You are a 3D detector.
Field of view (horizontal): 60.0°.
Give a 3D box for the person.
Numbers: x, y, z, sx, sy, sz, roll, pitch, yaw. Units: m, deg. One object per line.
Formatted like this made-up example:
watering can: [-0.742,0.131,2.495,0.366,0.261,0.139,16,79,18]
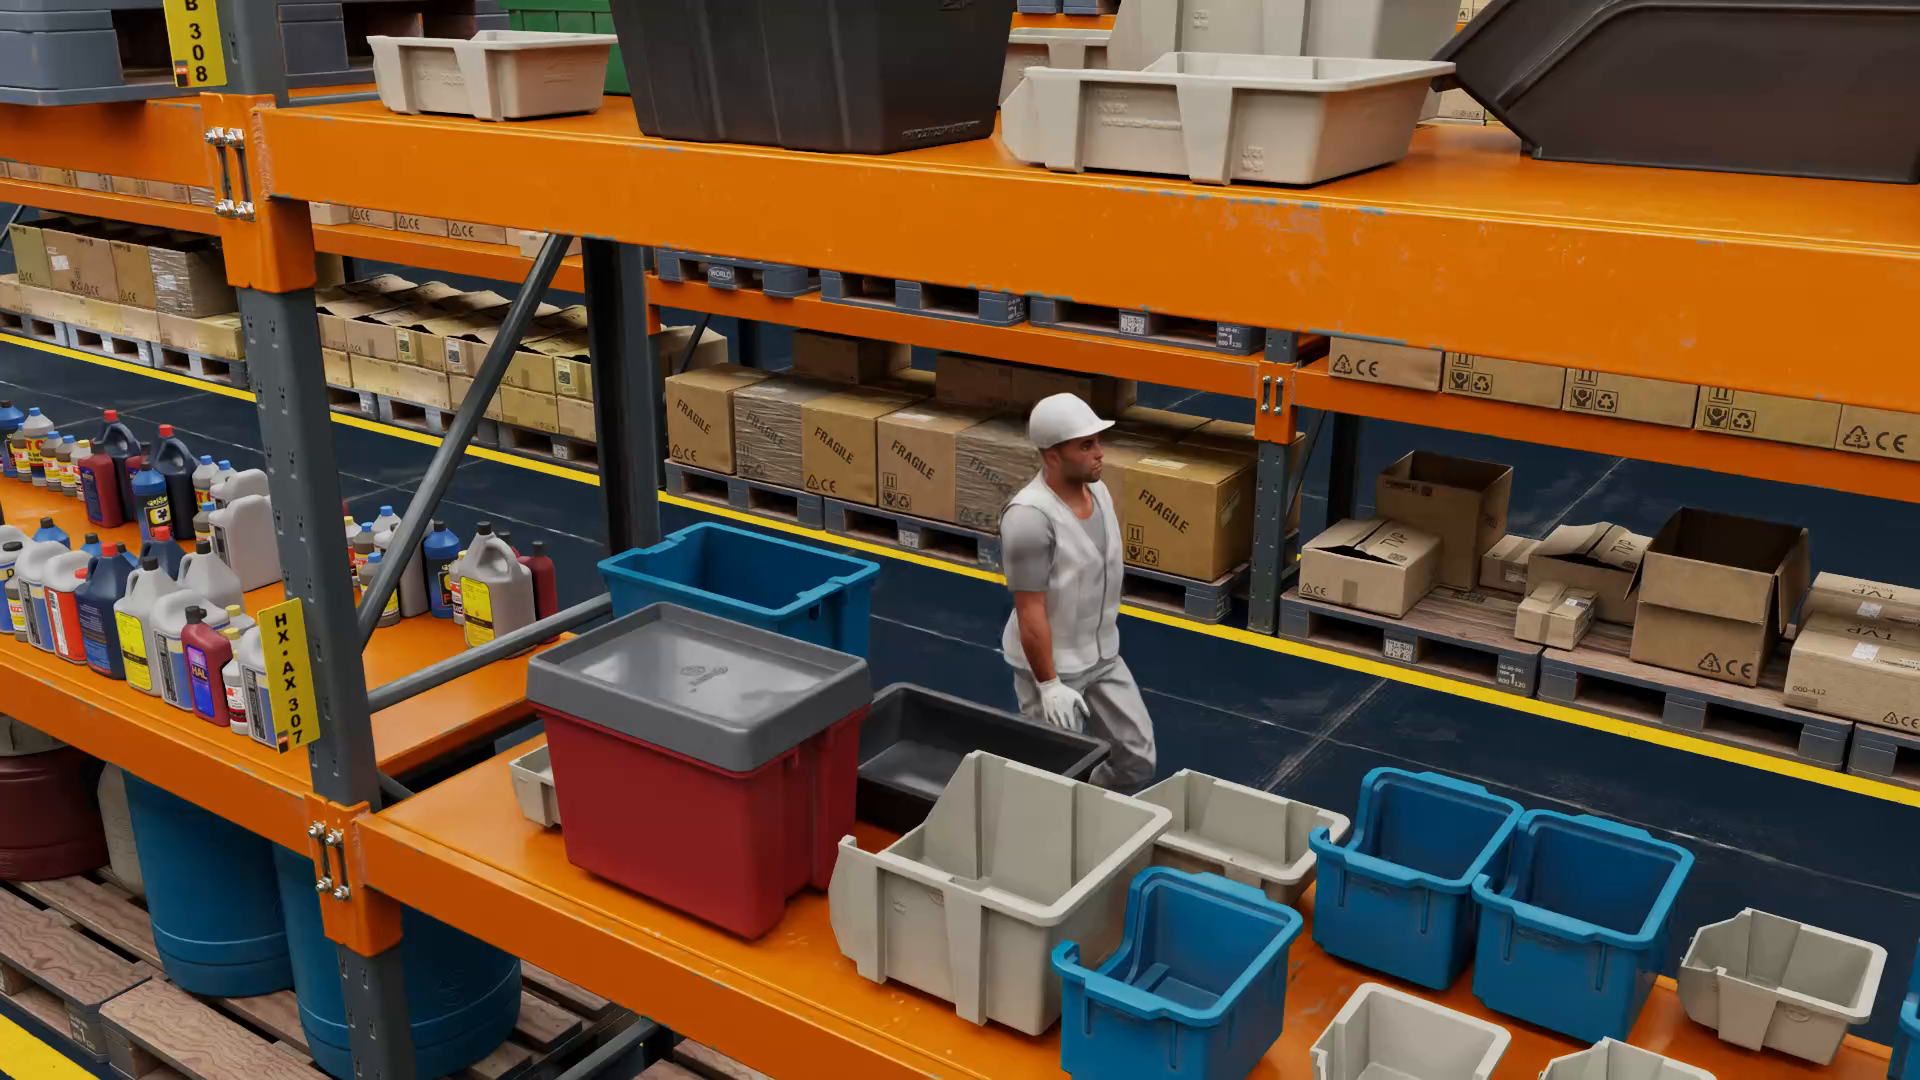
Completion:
person: [0.375,0.412,5.321,0.449,1.798,0.539,16,25,38]
